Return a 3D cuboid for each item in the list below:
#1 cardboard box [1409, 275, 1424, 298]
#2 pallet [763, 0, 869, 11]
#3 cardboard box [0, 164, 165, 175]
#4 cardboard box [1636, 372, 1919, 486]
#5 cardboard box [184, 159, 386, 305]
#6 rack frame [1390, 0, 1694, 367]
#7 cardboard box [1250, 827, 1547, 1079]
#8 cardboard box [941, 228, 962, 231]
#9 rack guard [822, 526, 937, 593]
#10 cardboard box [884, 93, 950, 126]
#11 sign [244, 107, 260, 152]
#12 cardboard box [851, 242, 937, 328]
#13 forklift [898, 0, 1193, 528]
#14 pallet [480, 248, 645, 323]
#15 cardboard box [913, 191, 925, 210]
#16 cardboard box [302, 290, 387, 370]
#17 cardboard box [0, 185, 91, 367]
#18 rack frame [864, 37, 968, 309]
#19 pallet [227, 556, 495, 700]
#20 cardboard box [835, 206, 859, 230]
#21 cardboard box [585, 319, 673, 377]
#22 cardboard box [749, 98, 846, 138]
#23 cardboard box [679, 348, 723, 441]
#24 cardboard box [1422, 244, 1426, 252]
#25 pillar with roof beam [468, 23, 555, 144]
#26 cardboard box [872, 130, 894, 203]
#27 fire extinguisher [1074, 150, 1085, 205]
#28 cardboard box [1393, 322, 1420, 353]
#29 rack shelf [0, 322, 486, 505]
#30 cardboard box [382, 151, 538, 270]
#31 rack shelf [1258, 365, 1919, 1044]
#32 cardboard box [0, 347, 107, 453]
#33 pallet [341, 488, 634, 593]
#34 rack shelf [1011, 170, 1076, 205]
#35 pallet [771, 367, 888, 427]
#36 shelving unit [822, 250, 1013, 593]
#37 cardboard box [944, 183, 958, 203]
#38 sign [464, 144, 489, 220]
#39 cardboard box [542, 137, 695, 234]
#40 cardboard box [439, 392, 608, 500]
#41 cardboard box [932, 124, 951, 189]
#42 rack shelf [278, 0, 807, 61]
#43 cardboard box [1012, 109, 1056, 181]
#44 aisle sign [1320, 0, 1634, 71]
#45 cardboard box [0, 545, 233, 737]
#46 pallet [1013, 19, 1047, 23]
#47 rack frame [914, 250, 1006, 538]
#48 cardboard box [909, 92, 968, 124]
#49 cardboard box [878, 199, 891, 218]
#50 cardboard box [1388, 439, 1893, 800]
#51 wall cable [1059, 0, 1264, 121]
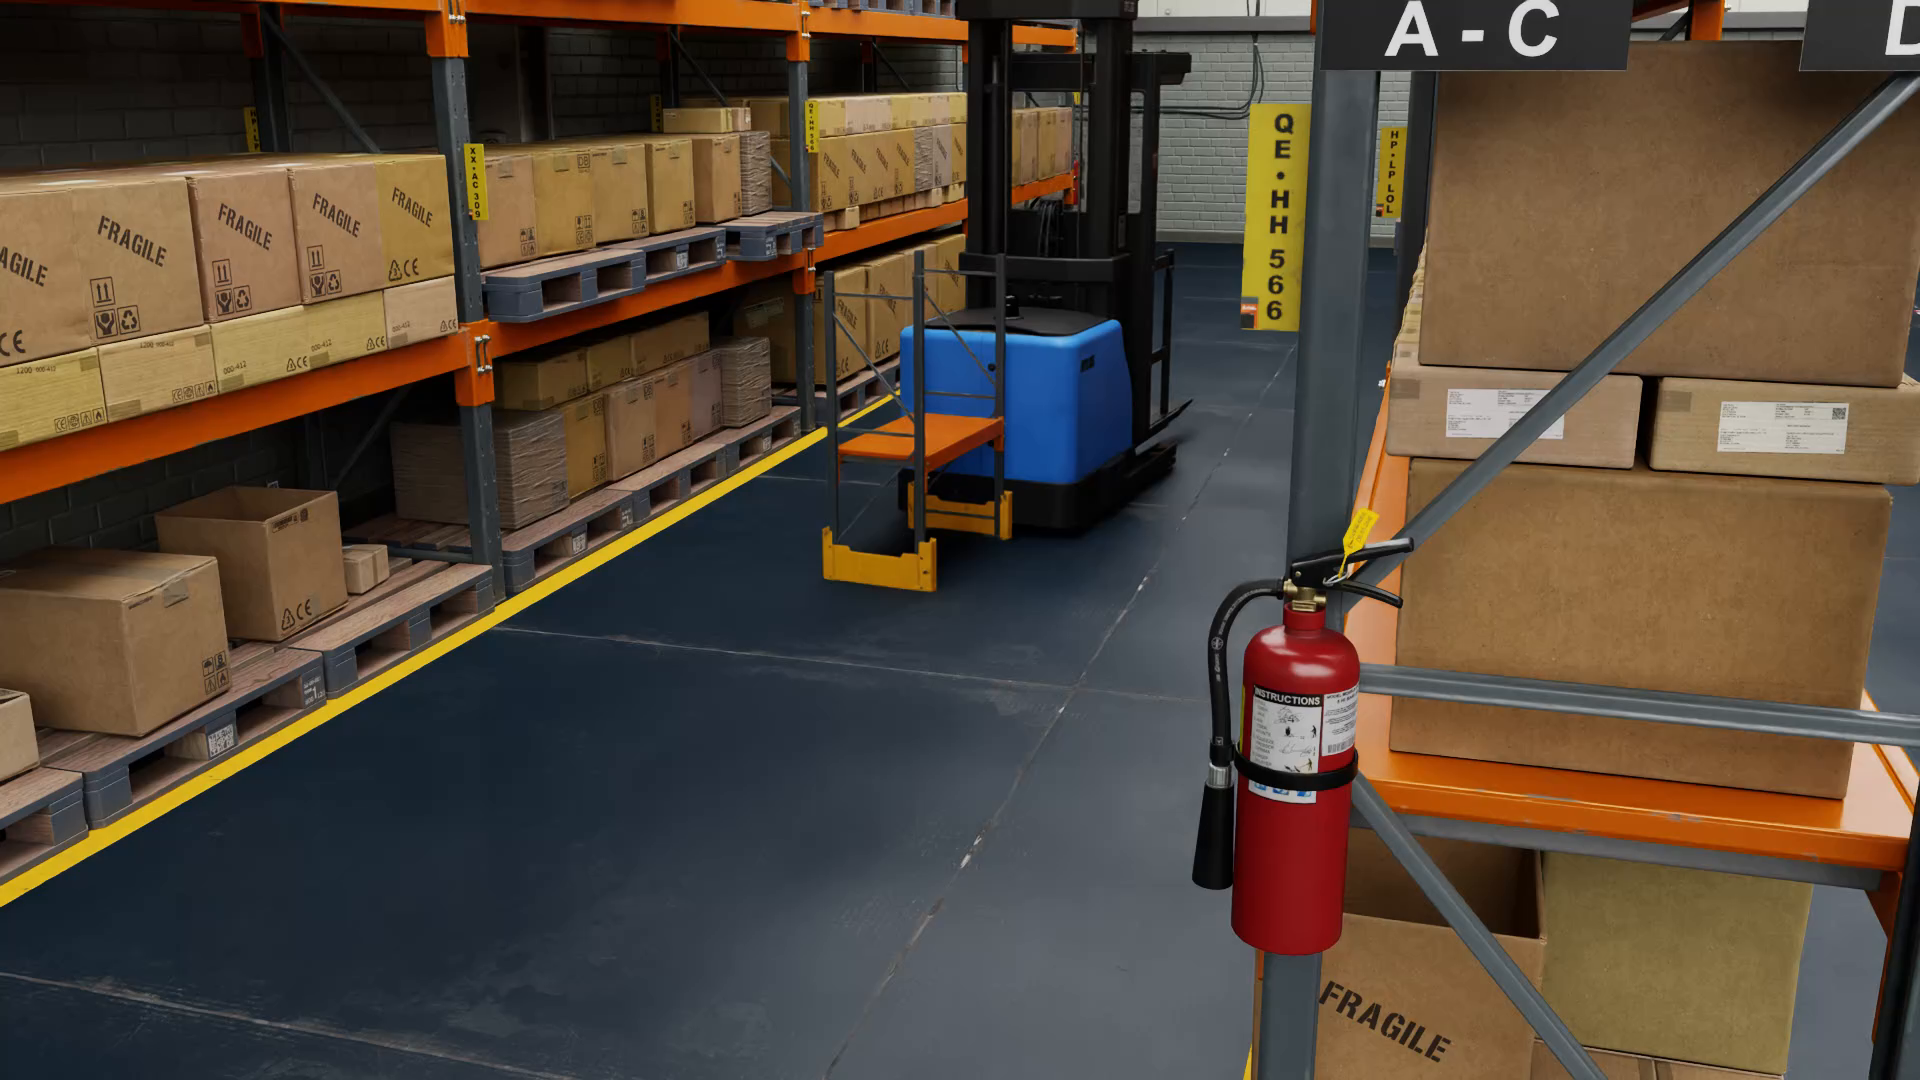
[{"bbox_3d":[1.202,-0.496,3.710,0.380,0.149,0.250,5,17,18],"label":"cardboard box"},{"bbox_3d":[-1.362,-3.752,11.411,1.213,0.211,1.003,5,17,18],"label":"pallet"},{"bbox_3d":[-3.262,-1.108,6.101,0.500,0.500,0.500,5,17,17],"label":"cardboard box"},{"bbox_3d":[1.301,-0.198,2.657,0.380,0.149,0.250,5,16,15],"label":"cardboard box"},{"bbox_3d":[-2.605,-1.201,6.430,0.500,0.500,0.500,5,16,16],"label":"cardboard box"},{"bbox_3d":[2.120,-0.798,6.146,1.000,3.000,0.127,5,16,16],"label":"rack frame"},{"bbox_3d":[0.850,0.845,3.248,0.500,0.500,0.500,5,16,16],"label":"cardboard box"},{"bbox_3d":[0.017,-3.024,16.616,0.380,0.149,0.250,5,17,16],"label":"cardboard box"},{"bbox_3d":[-0.391,0.092,8.045,0.587,0.250,0.087,7,17,22],"label":"rack guard"},{"bbox_3d":[-0.399,-3.561,13.747,0.500,0.250,0.500,5,17,17],"label":"cardboard box"},{"bbox_3d":[-3.164,-1.780,7.487,0.100,0.325,0.005,5,16,16],"label":"sign"},{"bbox_3d":[-0.667,-2.029,13.656,0.750,0.750,0.750,5,17,18],"label":"cardboard box"},{"bbox_3d":[0.701,-1.828,9.904,1.130,2.935,3.031,7,17,22],"label":"forklift"},{"bbox_3d":[-2.274,-1.278,8.188,1.003,0.211,1.213,5,16,16],"label":"pallet"},{"bbox_3d":[-0.500,-2.788,13.585,0.380,0.149,0.250,5,16,16],"label":"cardboard box"},{"bbox_3d":[-2.624,-0.842,6.537,0.500,0.250,0.500,5,17,16],"label":"cardboard box"},{"bbox_3d":[-3.041,-0.798,5.009,0.500,0.500,0.500,4,16,14],"label":"cardboard box"},{"bbox_3d":[-0.357,-3.274,14.876,1.000,3.000,0.127,5,16,16],"label":"rack frame"},{"bbox_3d":[-2.788,0.339,7.248,1.003,0.211,1.213,5,16,16],"label":"pallet"},{"bbox_3d":[-0.942,-2.313,11.910,0.380,0.149,0.250,5,17,18],"label":"cardboard box"},{"bbox_3d":[-2.012,-1.126,9.702,0.500,0.250,0.500,5,16,16],"label":"cardboard box"},{"bbox_3d":[-1.110,-2.896,11.402,0.500,0.250,0.500,5,17,17],"label":"cardboard box"},{"bbox_3d":[-1.907,-0.919,10.346,0.700,0.500,0.500,5,16,16],"label":"cardboard box"},{"bbox_3d":[1.421,-0.697,4.419,0.380,0.149,0.250,4,16,15],"label":"cardboard box"},{"bbox_3d":[1.435,-4.507,8.228,9.100,9.000,0.400,5,16,16],"label":"pillar with roof beam"},{"bbox_3d":[-0.811,-2.802,12.445,0.500,0.500,0.500,5,16,16],"label":"cardboard box"},{"bbox_3d":[1.265,-4.108,18.640,0.296,0.674,0.183,5,16,16],"label":"fire extinguisher"},{"bbox_3d":[0.982,-0.295,3.000,0.380,0.149,0.250,5,17,17],"label":"cardboard box"},{"bbox_3d":[-3.199,-0.312,5.750,1.077,0.370,4.000,5,16,16],"label":"rack shelf"},{"bbox_3d":[-2.454,-1.571,7.883,0.700,0.500,0.500,5,16,16],"label":"cardboard box"},{"bbox_3d":[1.551,0.071,4.399,1.077,0.370,4.000,5,16,16],"label":"rack shelf"},{"bbox_3d":[-3.040,-0.445,5.139,0.500,0.250,0.500,4,16,15],"label":"cardboard box"},{"bbox_3d":[-2.411,-0.043,8.596,1.003,0.211,1.213,5,16,16],"label":"pallet"},{"bbox_3d":[0.211,-3.451,16.819,1.077,0.370,4.000,5,16,16],"label":"rack shelf"},{"bbox_3d":[-1.198,-1.087,12.273,1.003,0.211,1.213,5,16,16],"label":"pallet"},{"bbox_3d":[-0.197,-0.634,8.316,0.587,1.500,1.083,7,17,22],"label":"shelving unit"},{"bbox_3d":[-0.231,-2.985,14.279,0.380,0.149,0.250,5,17,17],"label":"cardboard box"},{"bbox_3d":[-2.108,-1.558,7.237,0.100,0.325,0.005,5,16,16],"label":"sign"},{"bbox_3d":[-1.951,-2.036,9.521,0.700,0.500,0.500,5,16,16],"label":"cardboard box"},{"bbox_3d":[-2.339,-0.523,8.952,0.700,0.500,0.500,4,16,15],"label":"cardboard box"},{"bbox_3d":[-0.382,-3.200,13.851,0.500,0.500,0.500,5,17,16],"label":"cardboard box"},{"bbox_3d":[-2.063,-2.801,9.030,1.077,0.370,4.000,5,16,16],"label":"rack shelf"},{"bbox_3d":[0.448,-4.140,17.377,0.980,0.700,0.700,4,16,15],"label":"cardboard box"},{"bbox_3d":[0.683,-1.008,2.121,0.394,0.787,0.004,5,16,16],"label":"aisle sign"},{"bbox_3d":[-3.066,0.345,5.891,0.700,0.500,0.500,4,16,12],"label":"cardboard box"},{"bbox_3d":[0.234,-5.206,16.352,1.003,0.211,1.213,5,16,16],"label":"pallet"},{"bbox_3d":[-0.002,-0.759,8.758,0.500,1.500,0.032,7,17,22],"label":"rack frame"},{"bbox_3d":[-0.245,-3.694,14.216,0.500,0.250,0.500,5,17,17],"label":"cardboard box"},{"bbox_3d":[-0.753,-2.587,12.876,0.380,0.149,0.250,5,17,16],"label":"cardboard box"},{"bbox_3d":[1.128,0.079,2.870,0.700,0.500,0.500,5,16,16],"label":"cardboard box"},{"bbox_3d":[2.729,-7.165,23.290,3.097,2.526,0.112,5,16,16],"label":"wall cable"}]
